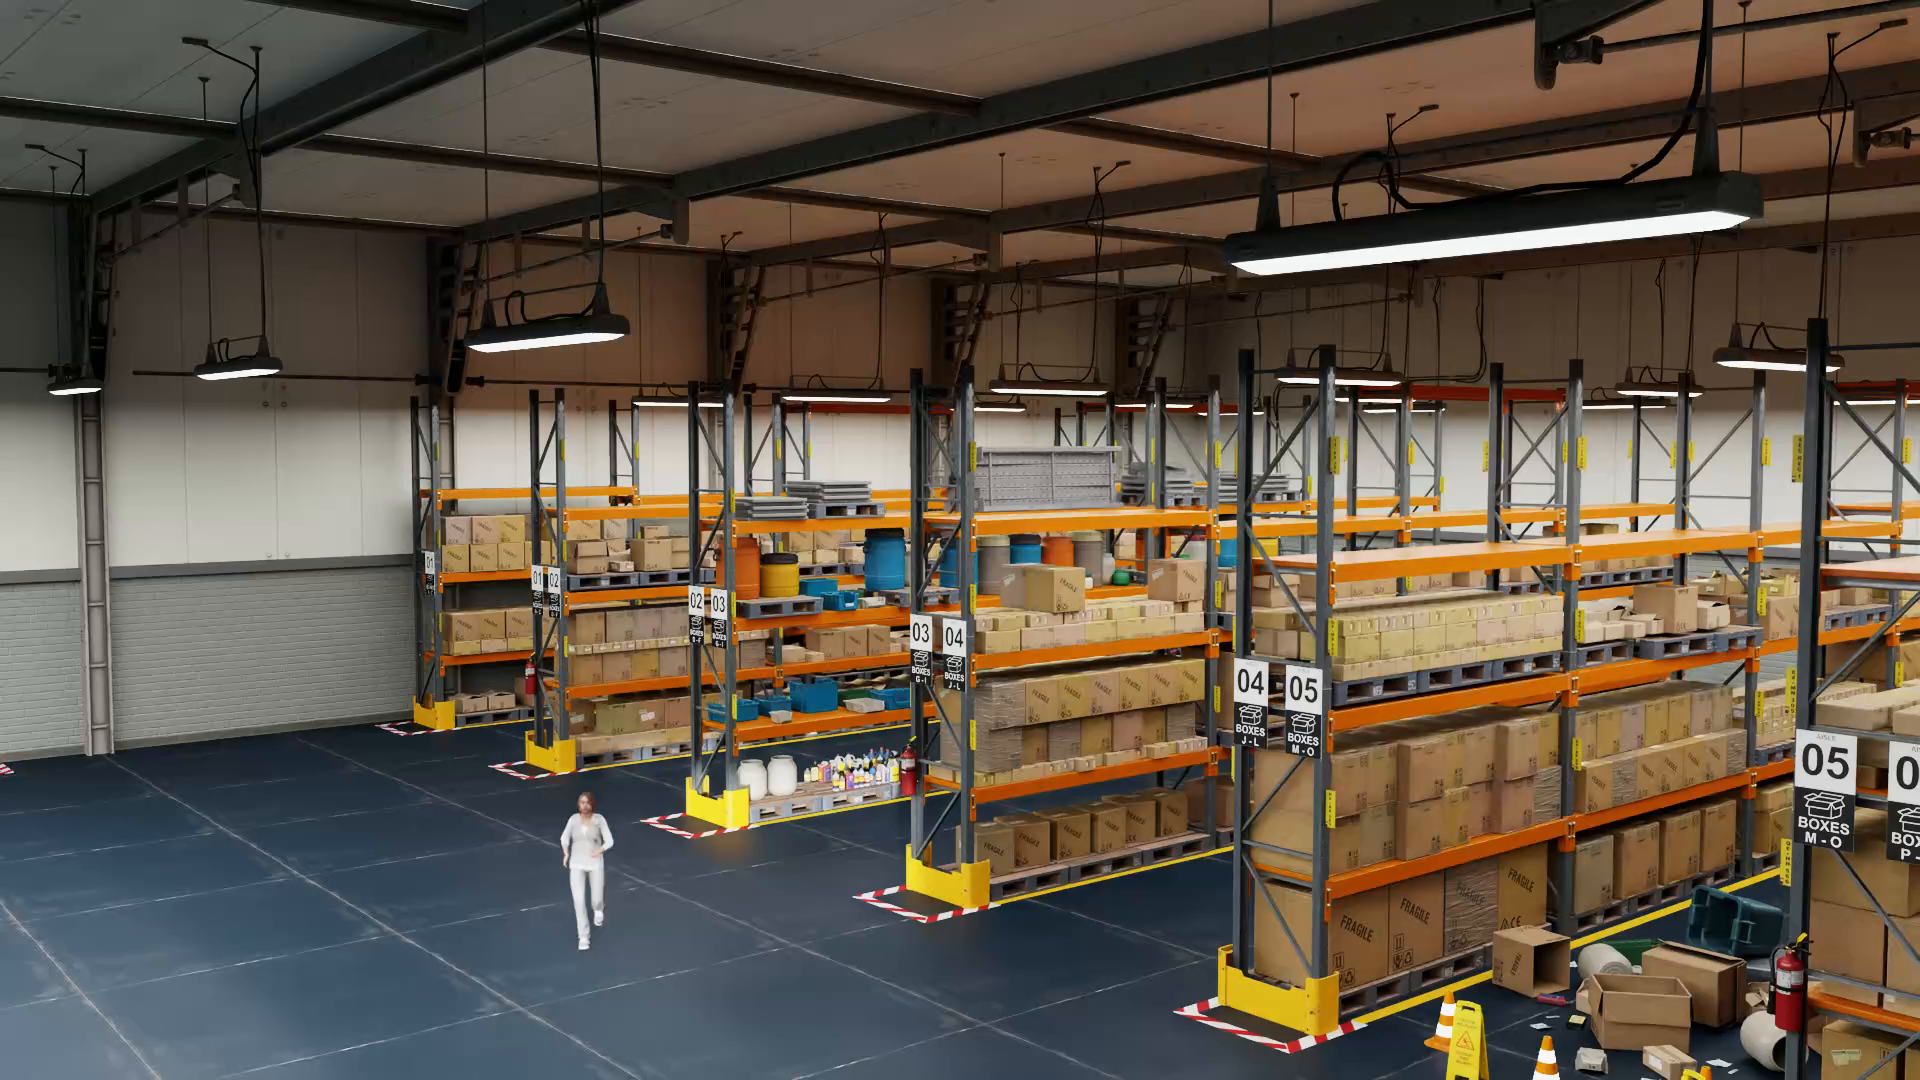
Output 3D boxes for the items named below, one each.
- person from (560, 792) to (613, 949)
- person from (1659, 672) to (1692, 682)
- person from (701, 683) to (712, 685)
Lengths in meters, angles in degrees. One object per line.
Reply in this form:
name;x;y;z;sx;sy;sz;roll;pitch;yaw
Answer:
person;-3.853;3.369;17.153;0.546;1.558;0.730;0;3;-6
person;11.083;2.765;25.763;0.727;1.810;0.623;-3;4;-37
person;-4.596;2.483;30.378;0.666;1.847;0.937;3;4;37
